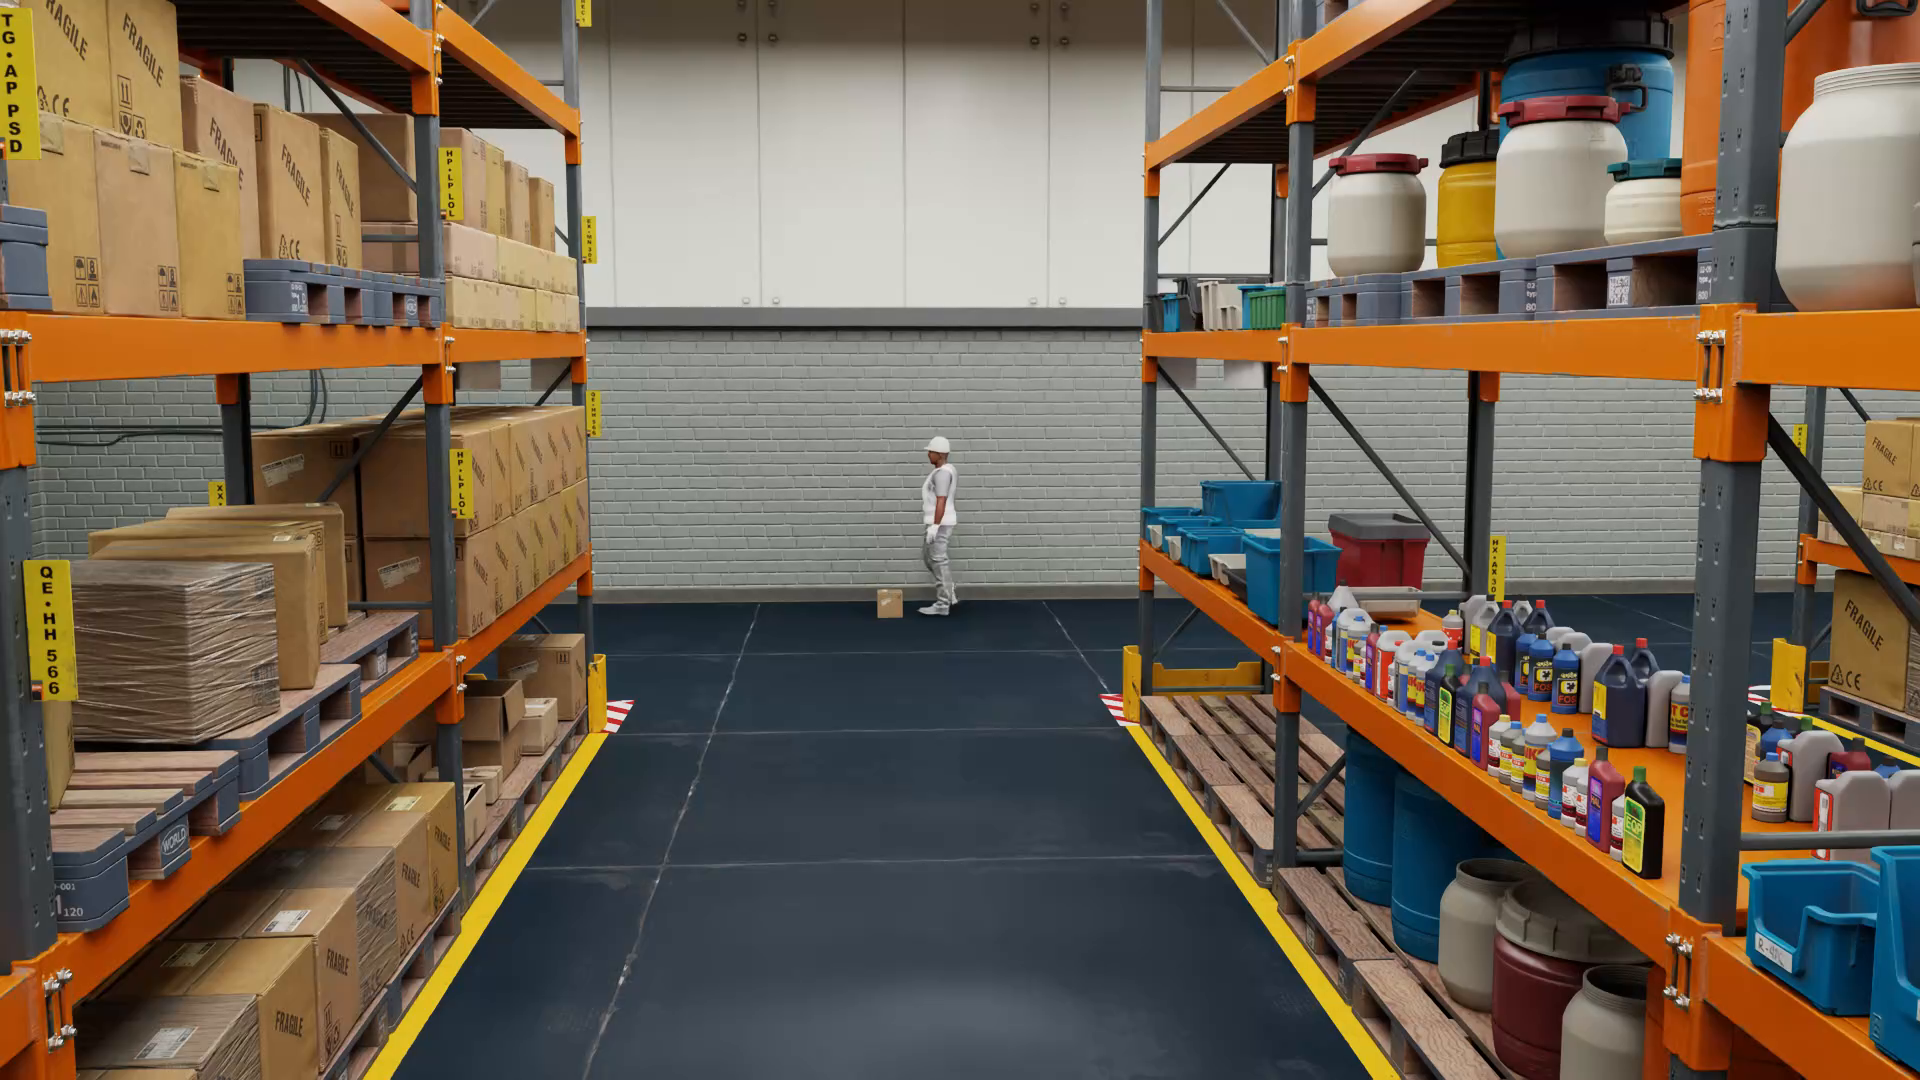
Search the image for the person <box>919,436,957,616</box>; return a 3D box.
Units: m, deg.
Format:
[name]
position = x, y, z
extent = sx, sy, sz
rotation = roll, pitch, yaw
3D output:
[person]
position = -0.222, -0.126, 16.688
extent = 0.383, 1.827, 0.570
rotation = 0, 7, 3
